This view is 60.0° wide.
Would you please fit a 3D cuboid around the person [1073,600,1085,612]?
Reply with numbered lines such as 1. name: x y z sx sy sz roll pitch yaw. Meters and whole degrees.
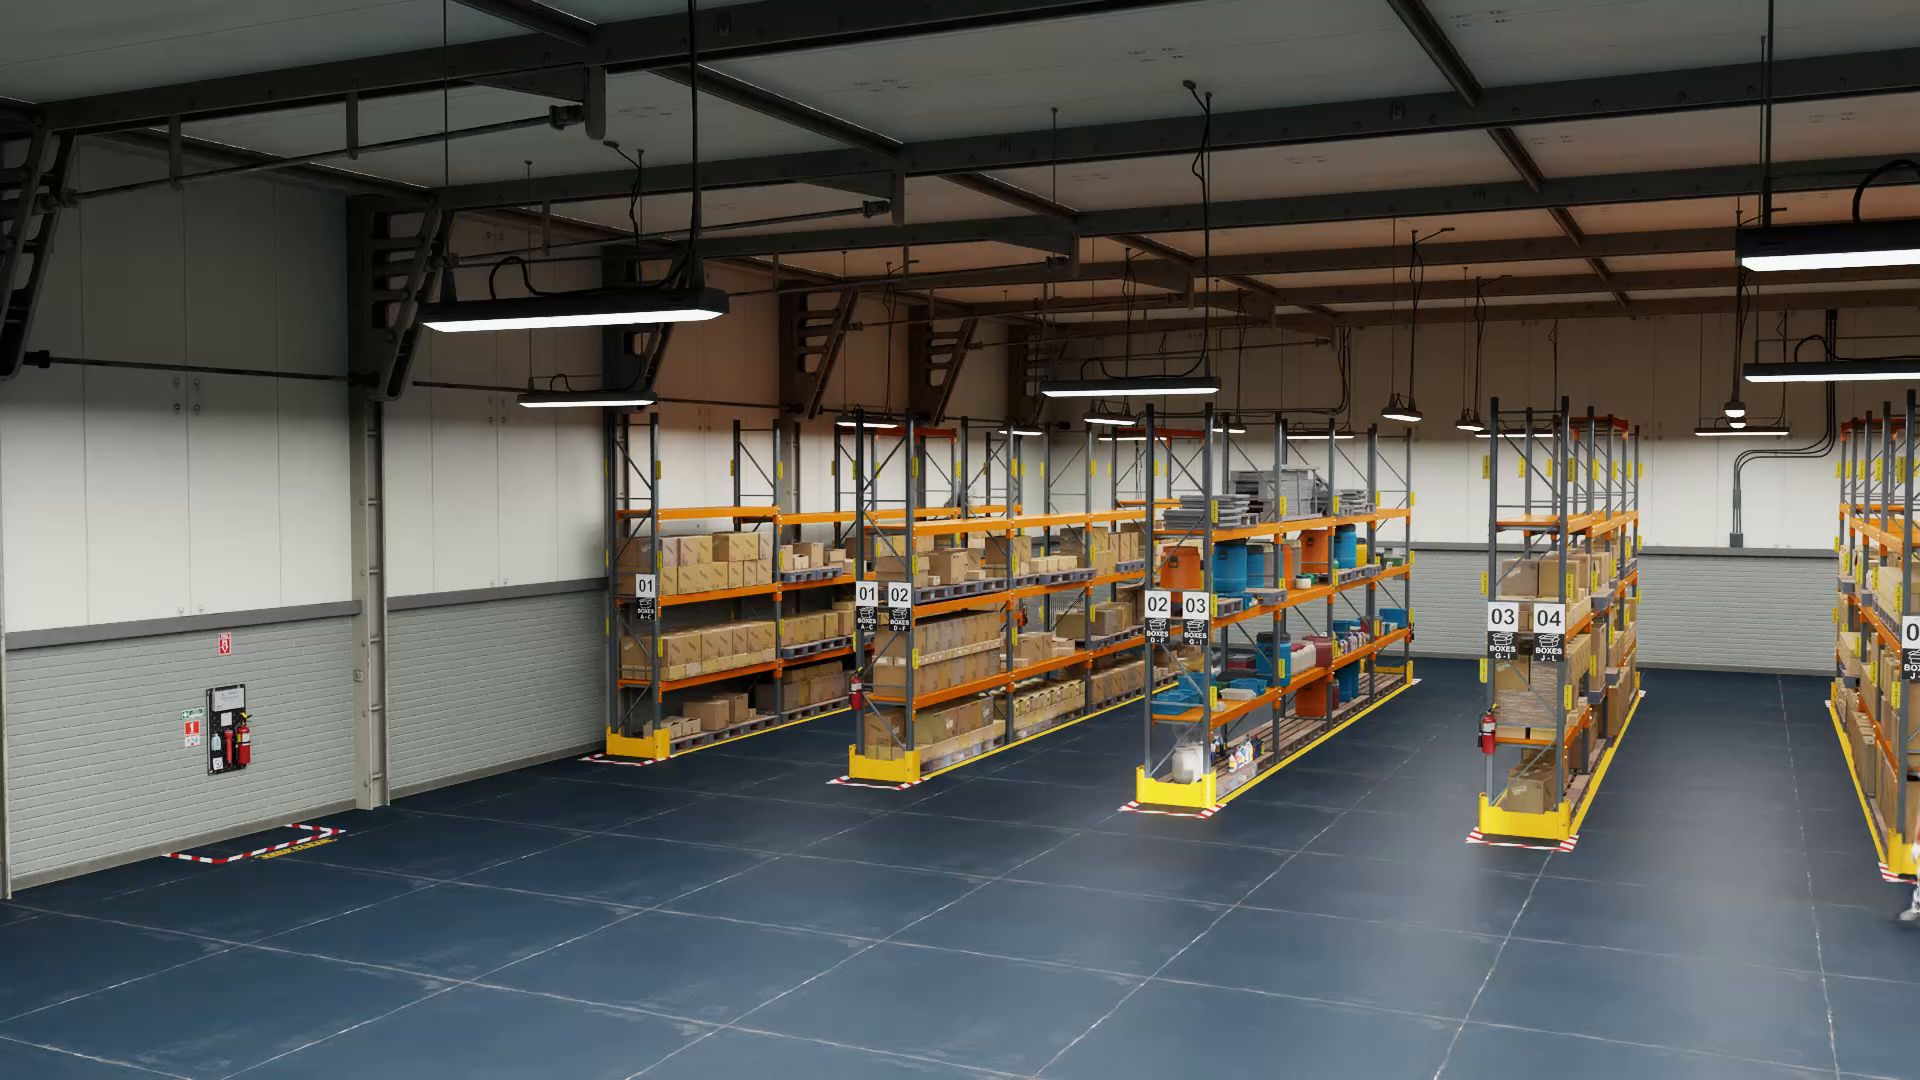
1. person: 3.103 2.374 43.988 0.675 1.588 0.622 -2 3 -35

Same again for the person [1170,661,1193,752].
1. person: 4.005 2.945 29.611 0.646 1.622 0.762 -1 3 -23

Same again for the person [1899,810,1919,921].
1. person: 10.595 3.354 17.998 0.685 1.760 0.506 0 2 6
